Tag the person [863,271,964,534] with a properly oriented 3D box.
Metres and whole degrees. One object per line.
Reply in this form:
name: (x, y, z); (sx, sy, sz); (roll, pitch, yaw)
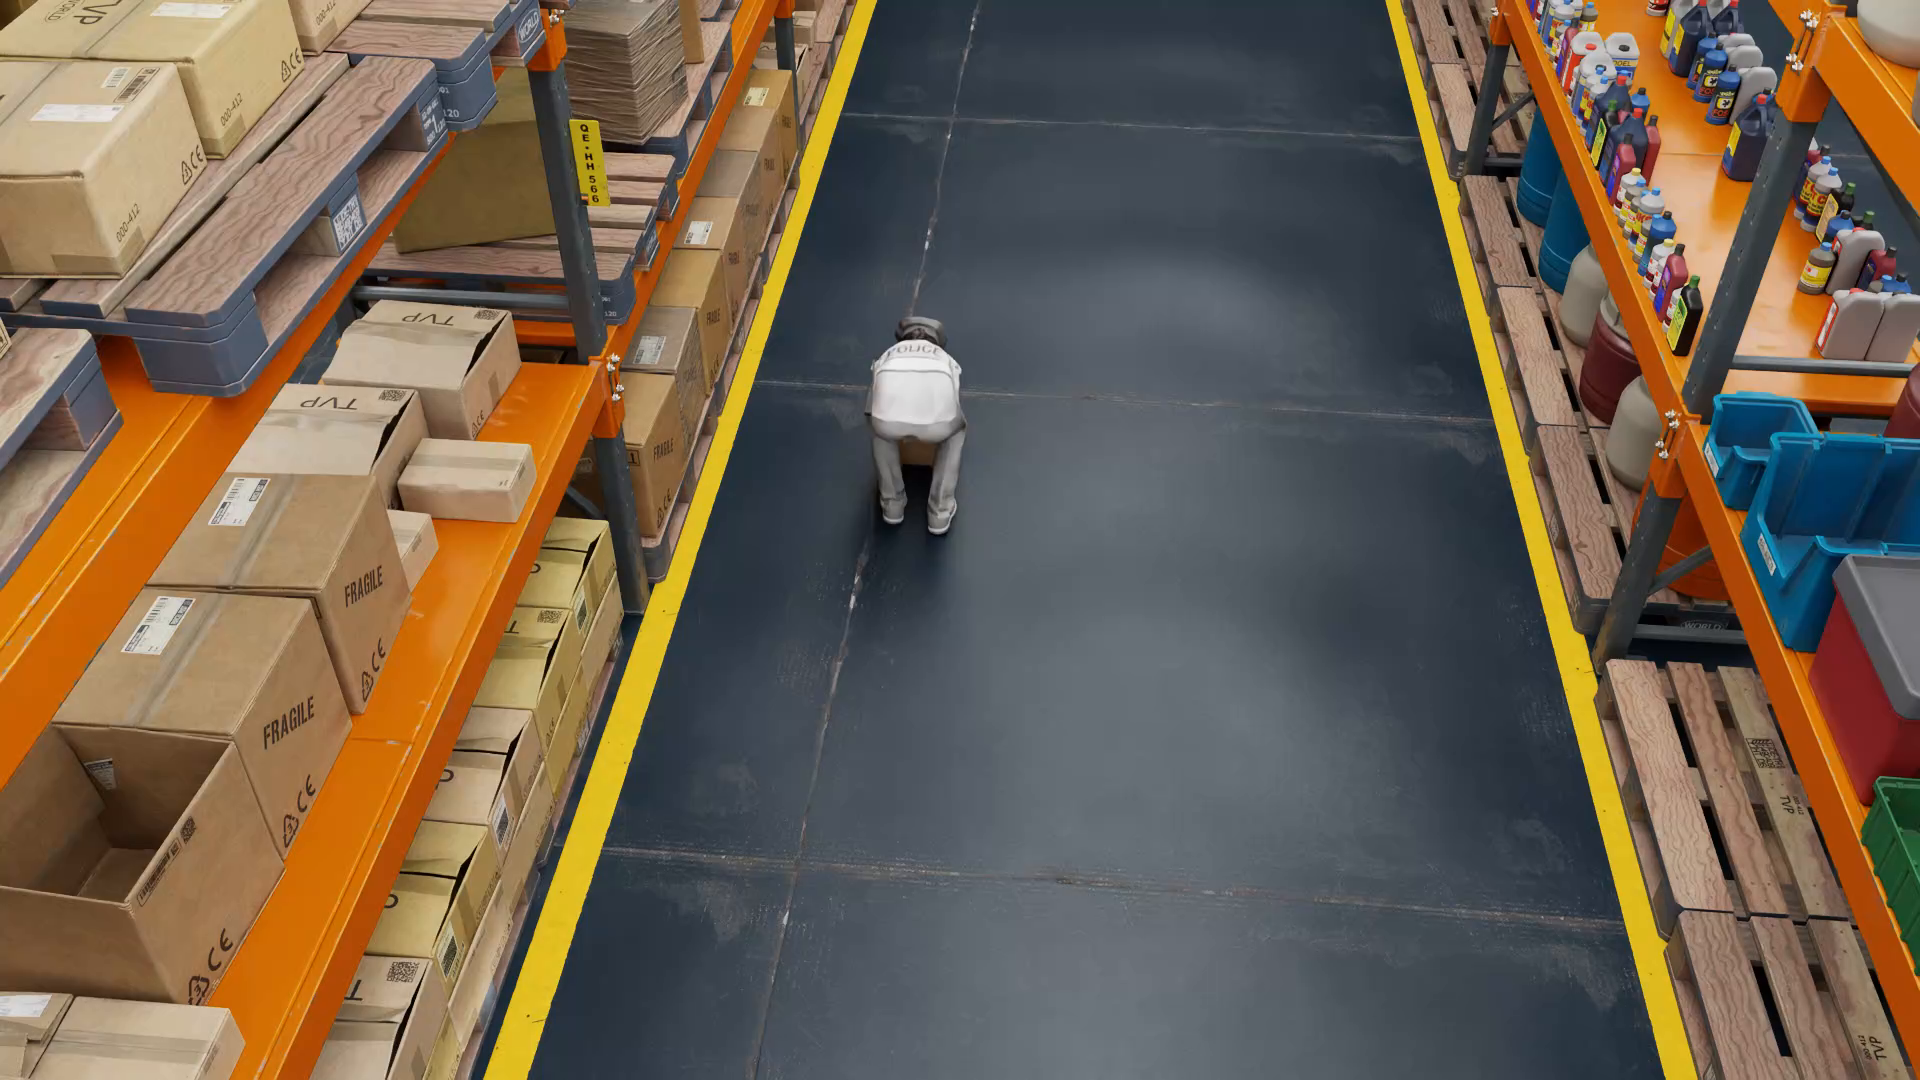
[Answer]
person: (-0.190, -0.618, 7.396); (0.423, 1.005, 0.916); (2, 40, 2)
